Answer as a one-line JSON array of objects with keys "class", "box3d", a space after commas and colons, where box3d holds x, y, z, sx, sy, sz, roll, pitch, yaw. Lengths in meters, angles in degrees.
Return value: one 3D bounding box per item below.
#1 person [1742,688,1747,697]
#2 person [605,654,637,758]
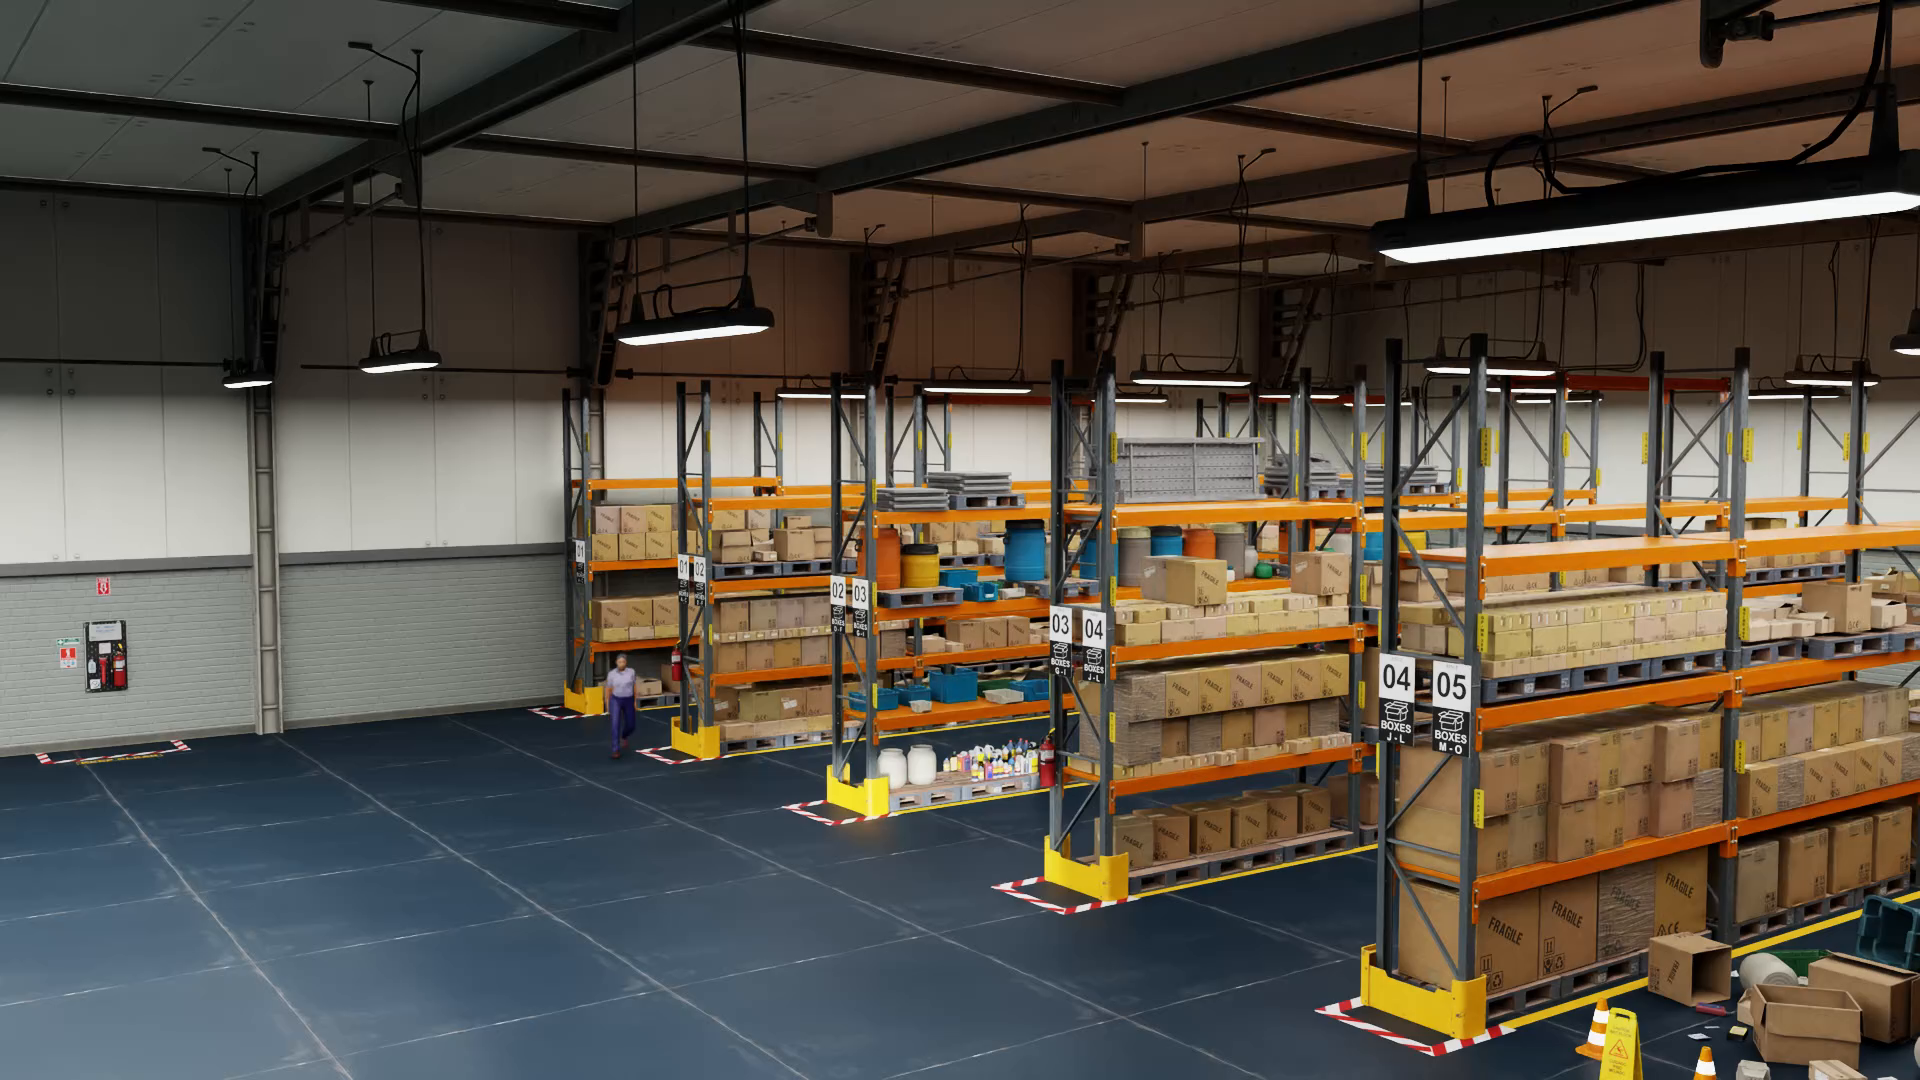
[{"class": "person", "box3d": [10.969, 2.875, 23.440, 0.487, 1.582, 0.458, -3, 5, -36]}, {"class": "person", "box3d": [-5.455, 2.636, 26.773, 0.508, 1.600, 0.860, -1, 4, -21]}]
